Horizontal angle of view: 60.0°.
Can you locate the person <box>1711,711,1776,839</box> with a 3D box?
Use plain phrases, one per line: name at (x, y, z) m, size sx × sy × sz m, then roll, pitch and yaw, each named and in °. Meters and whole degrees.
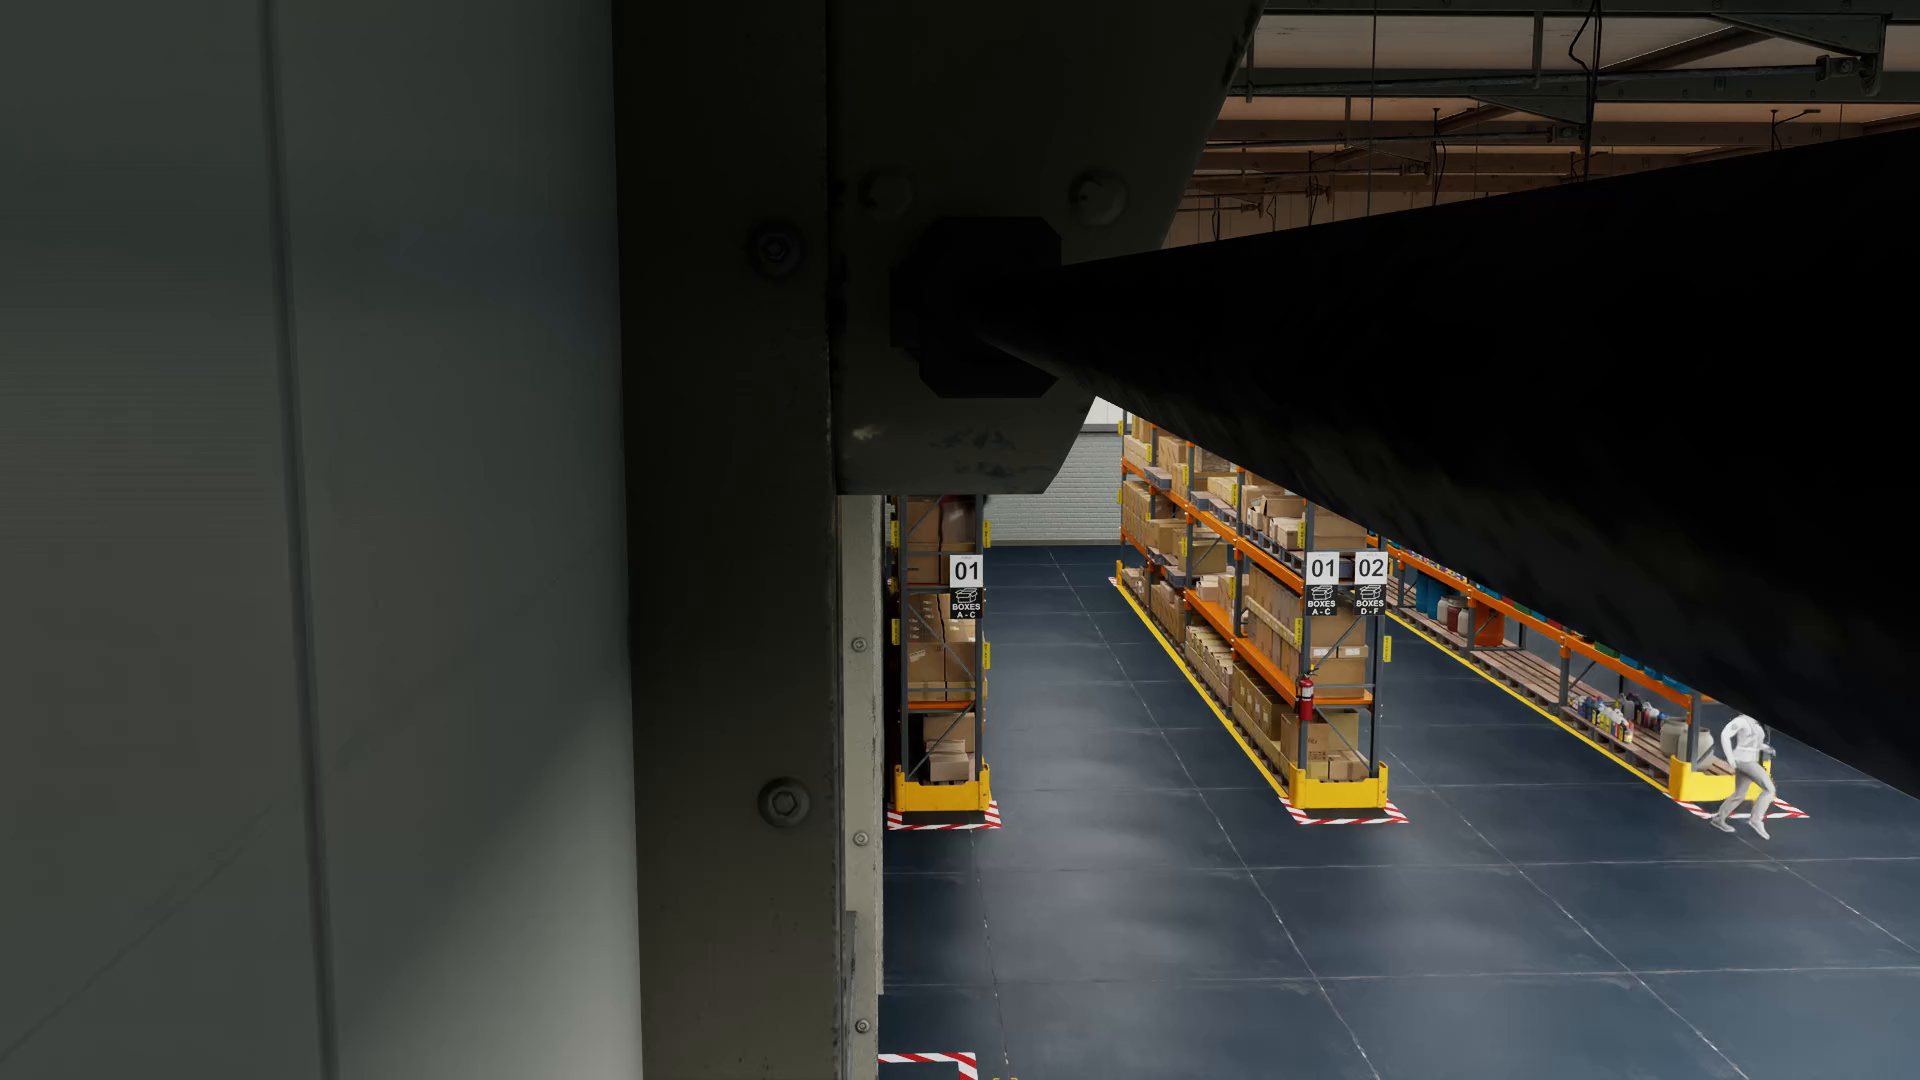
person at (9.286, 2.625, 19.605) m, size 0.649 × 1.660 × 0.595 m, roll 5°, pitch 10°, yaw 31°
